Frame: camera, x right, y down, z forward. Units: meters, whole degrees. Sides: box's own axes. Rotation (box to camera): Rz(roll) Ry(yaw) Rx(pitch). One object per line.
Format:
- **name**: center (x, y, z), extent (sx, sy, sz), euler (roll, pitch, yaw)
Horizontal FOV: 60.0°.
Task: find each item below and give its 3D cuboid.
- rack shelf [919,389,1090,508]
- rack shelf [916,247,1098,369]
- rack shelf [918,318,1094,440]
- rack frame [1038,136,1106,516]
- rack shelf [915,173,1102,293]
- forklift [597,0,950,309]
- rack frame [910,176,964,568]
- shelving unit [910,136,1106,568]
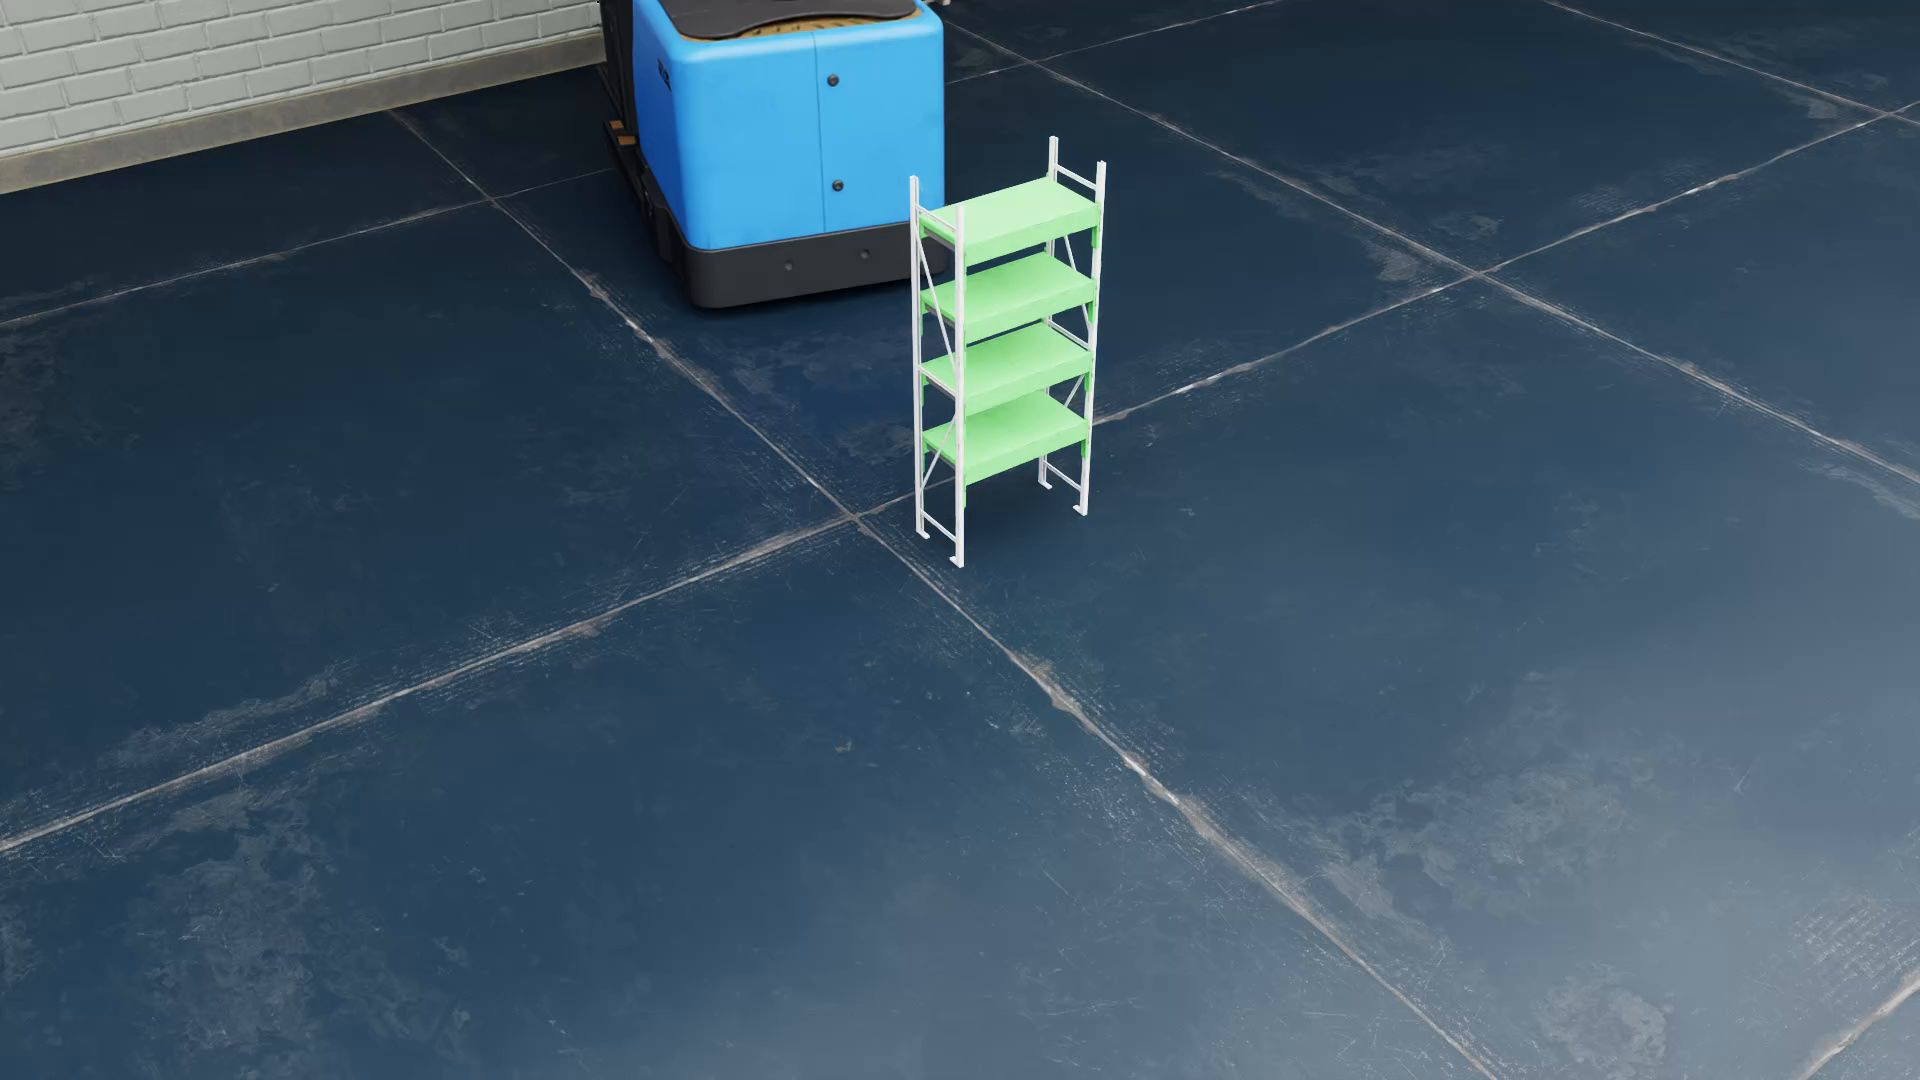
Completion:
- **rack shelf**: center (0.135, -0.296, 5.155), extent (0.480, 0.148, 0.258), euler (-22, 41, -28)
- **rack shelf**: center (0.135, -0.686, 4.874), extent (0.480, 0.148, 0.258), euler (-22, 41, -28)
- **rack shelf**: center (0.135, -0.491, 5.014), extent (0.480, 0.148, 0.258), euler (-22, 41, -28)
- **rack frame**: center (0.335, -0.625, 5.091), extent (0.015, 1.200, 0.240), euler (-22, 41, -28)
- **rack shelf**: center (0.135, -0.881, 4.734), extent (0.480, 0.148, 0.258), euler (-22, 41, -28)
- **forklift**: center (-1.011, -2.930, 6.814), extent (1.130, 2.935, 3.031), euler (-12, 37, -16)
- **rack frame**: center (-0.064, -0.461, 4.863), extent (0.015, 1.200, 0.240), euler (-22, 41, -28)
- **shelving unit**: center (0.135, -0.543, 4.977), extent (0.503, 1.200, 0.258), euler (-22, 41, -28)
